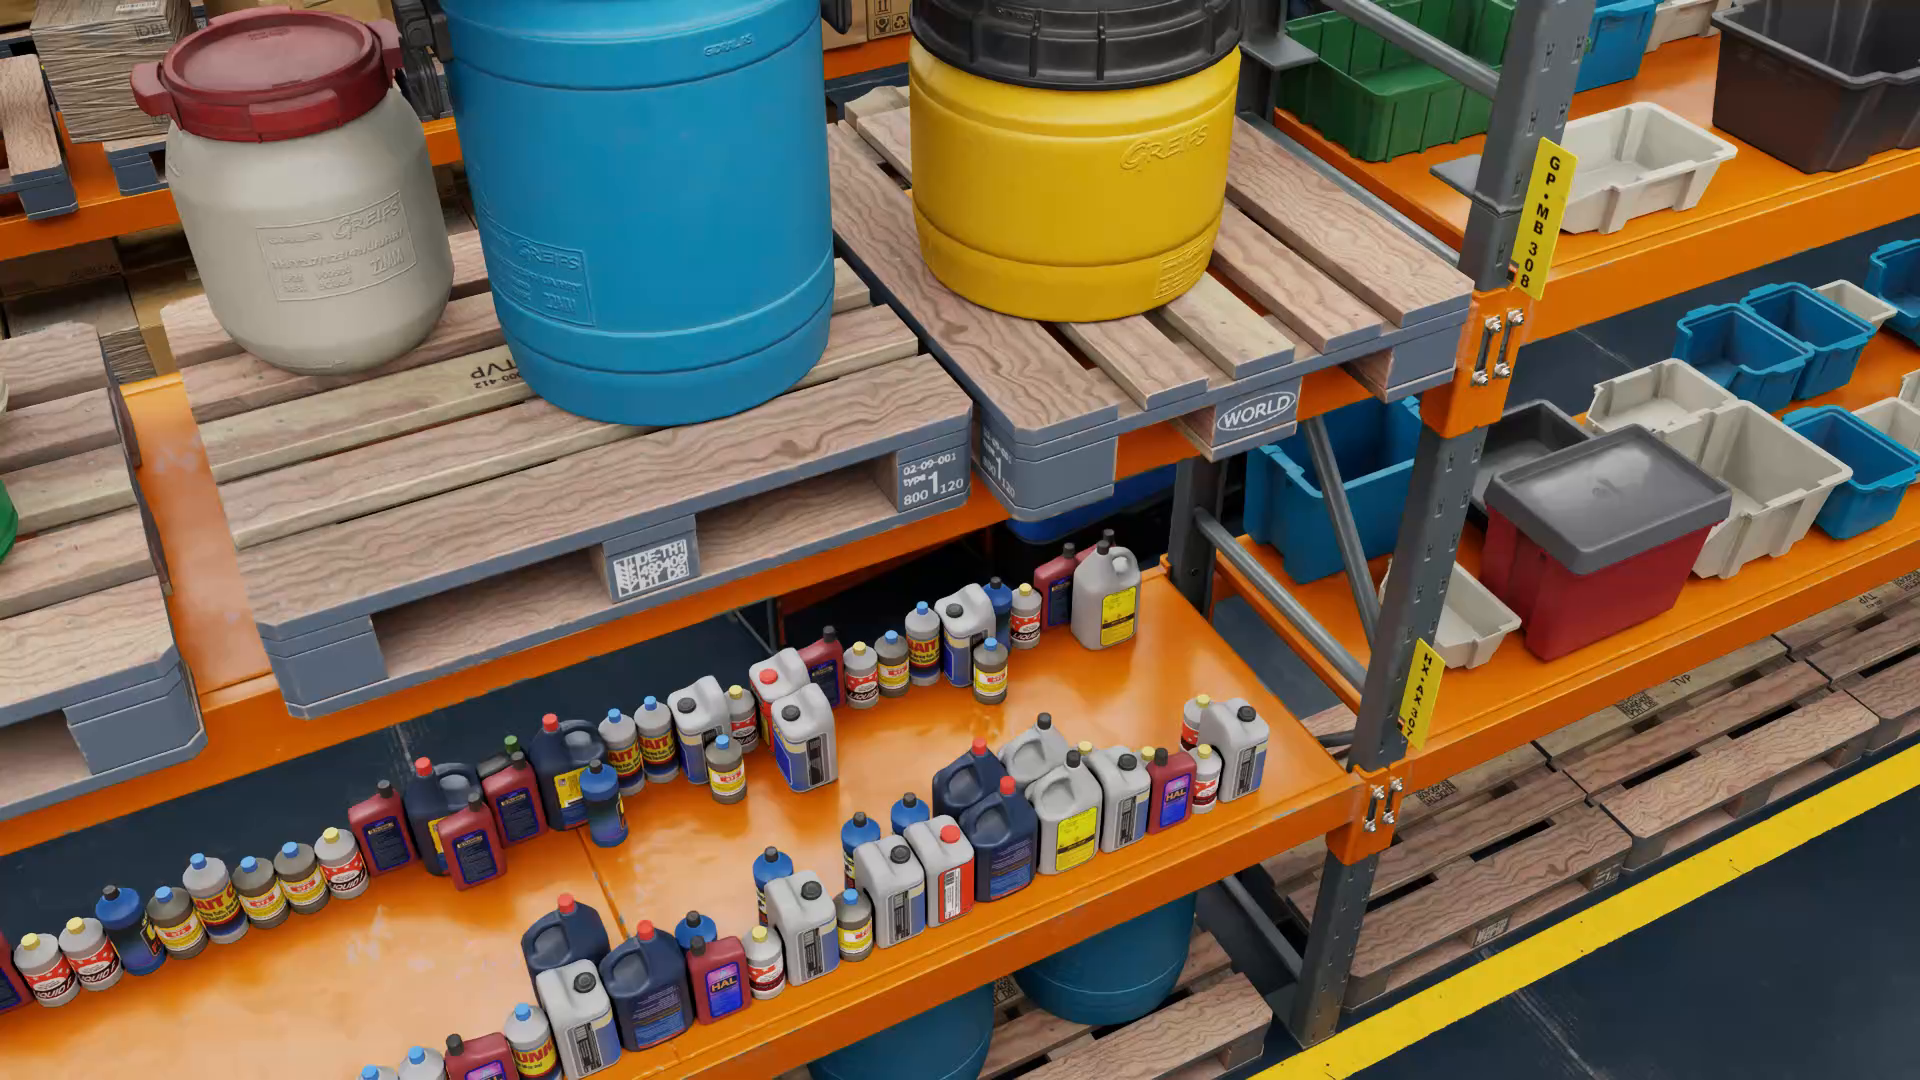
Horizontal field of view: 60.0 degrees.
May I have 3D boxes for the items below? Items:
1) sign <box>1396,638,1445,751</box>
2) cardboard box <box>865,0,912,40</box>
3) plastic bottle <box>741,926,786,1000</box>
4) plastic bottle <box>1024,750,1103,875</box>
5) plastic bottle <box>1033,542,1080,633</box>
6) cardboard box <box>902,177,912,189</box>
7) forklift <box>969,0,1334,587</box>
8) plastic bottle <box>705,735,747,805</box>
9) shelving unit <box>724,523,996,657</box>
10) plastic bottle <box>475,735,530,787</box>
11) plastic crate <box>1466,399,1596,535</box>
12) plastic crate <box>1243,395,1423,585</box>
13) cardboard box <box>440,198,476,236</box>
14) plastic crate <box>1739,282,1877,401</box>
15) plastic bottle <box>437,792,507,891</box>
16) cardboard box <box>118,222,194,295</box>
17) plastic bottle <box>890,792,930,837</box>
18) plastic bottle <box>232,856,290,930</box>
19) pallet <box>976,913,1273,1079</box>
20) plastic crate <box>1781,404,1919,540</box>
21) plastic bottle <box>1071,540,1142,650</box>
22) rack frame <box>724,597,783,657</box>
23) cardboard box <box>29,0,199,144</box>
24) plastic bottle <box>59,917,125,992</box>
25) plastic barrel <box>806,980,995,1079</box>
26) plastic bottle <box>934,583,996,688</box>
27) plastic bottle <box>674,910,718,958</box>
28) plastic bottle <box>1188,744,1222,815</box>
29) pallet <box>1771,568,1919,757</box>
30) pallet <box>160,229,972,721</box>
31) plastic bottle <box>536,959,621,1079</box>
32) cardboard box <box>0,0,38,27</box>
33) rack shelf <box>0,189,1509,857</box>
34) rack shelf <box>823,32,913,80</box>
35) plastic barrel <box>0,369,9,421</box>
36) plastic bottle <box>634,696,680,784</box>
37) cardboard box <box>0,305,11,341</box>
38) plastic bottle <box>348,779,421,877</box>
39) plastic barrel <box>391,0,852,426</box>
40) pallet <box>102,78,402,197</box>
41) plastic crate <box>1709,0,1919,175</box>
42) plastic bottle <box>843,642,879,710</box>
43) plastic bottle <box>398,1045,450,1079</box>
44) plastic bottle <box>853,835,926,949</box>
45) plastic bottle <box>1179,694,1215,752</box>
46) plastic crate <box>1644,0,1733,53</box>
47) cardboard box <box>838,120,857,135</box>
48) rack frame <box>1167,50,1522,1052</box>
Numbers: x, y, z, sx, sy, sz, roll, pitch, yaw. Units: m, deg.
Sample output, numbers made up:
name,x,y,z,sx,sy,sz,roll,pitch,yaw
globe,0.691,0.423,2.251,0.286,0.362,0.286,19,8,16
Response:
name,x,y,z,sx,sy,sz,roll,pitch,yaw
sign,1.175,0.397,4.245,0.005,0.325,0.100,-19,44,-21
cardboard box,-0.332,-2.841,8.208,0.500,0.500,0.500,-18,43,-20
plastic bottle,-0.465,0.985,3.919,0.097,0.201,0.097,0,40,0
plastic bottle,0.258,0.668,4.178,0.185,0.351,0.144,-19,44,-21
plastic bottle,0.281,0.136,4.858,0.133,0.283,0.061,-19,44,-21
cardboard box,-0.128,-2.004,9.149,0.250,0.166,0.380,-19,44,-21
forklift,1.252,-1.667,6.951,3.031,2.935,1.130,-24,46,-25
plastic bottle,-0.617,0.594,4.380,0.097,0.201,0.097,0,40,0
shelving unit,-0.425,-0.197,6.612,1.048,1.125,0.538,-24,46,-25
plastic bottle,-1.168,0.624,4.282,0.133,0.283,0.061,-19,44,-21
plastic crate,1.791,-0.219,5.354,0.590,0.125,0.437,-19,44,-21
plastic crate,1.179,-0.165,5.089,0.575,0.384,0.392,-19,44,-21
cardboard box,-2.555,-1.263,8.014,0.500,0.500,0.500,-18,43,-20
plastic crate,2.931,-0.688,5.824,0.300,0.233,0.416,-19,44,-21
plastic bottle,-1.220,0.746,4.137,0.133,0.283,0.061,-19,44,-21
cardboard box,-3.730,-1.241,7.988,0.500,0.500,0.500,-20,44,-22
plastic bottle,-0.124,0.732,4.163,0.097,0.271,0.097,0,40,0
plastic bottle,-1.717,0.853,4.074,0.097,0.201,0.097,0,40,0
pallet,0.219,1.458,5.365,1.213,0.211,1.003,-19,44,-21
plastic crate,2.767,-0.206,5.255,0.300,0.233,0.416,-19,44,-21
plastic bottle,0.424,0.137,4.805,0.185,0.351,0.144,-19,44,-21
rack frame,-0.846,-0.013,6.395,0.032,1.125,0.500,-24,46,-25
cardboard box,-3.505,-2.073,6.975,0.500,0.500,0.700,-11,41,-13
plastic bottle,-2.062,0.969,3.937,0.097,0.201,0.097,0,40,0
plastic barrel,-0.196,1.191,4.820,0.708,0.901,0.600,-19,44,-21
plastic bottle,0.011,0.263,4.713,0.135,0.276,0.152,-19,44,-21
plastic bottle,-0.611,0.963,3.890,0.097,0.271,0.097,0,40,0
plastic bottle,0.632,0.616,4.355,0.097,0.201,0.097,0,40,0
pallet,3.720,0.281,6.754,1.213,0.211,1.003,-19,44,-21
pallet,-0.733,-0.256,3.055,1.213,0.211,1.003,-19,44,-21
plastic bottle,-0.862,1.070,3.760,0.135,0.276,0.152,-19,44,-21
cardboard box,-6.489,-3.780,10.733,0.750,0.750,0.750,-19,44,-21
rack shelf,-0.852,-0.087,3.266,4.000,0.370,1.077,-19,44,-21
rack shelf,0.411,-2.975,9.000,4.000,0.370,1.077,-19,44,-21
plastic barrel,-1.742,-0.276,2.714,0.301,0.262,0.301,0,40,0
plastic bottle,-0.807,0.520,4.413,0.097,0.271,0.097,0,40,0
cardboard box,-4.375,-0.645,7.284,0.500,0.500,0.500,-17,43,-19
plastic bottle,-1.450,0.719,4.169,0.133,0.283,0.061,-19,44,-21
plastic barrel,-0.521,-0.713,2.735,0.708,0.901,0.600,-19,44,-21
pallet,-3.188,-1.969,7.403,1.213,0.211,1.003,-19,44,-21
plastic crate,2.150,-1.122,4.033,0.590,0.269,0.497,-19,44,-21
plastic bottle,-0.277,0.369,4.646,0.097,0.201,0.097,0,40,0
plastic bottle,-1.157,1.191,3.621,0.097,0.271,0.097,0,40,0
plastic bottle,-0.169,0.837,4.036,0.135,0.276,0.152,-19,44,-21
plastic bottle,0.648,0.500,4.492,0.097,0.201,0.097,0,40,0
plastic crate,1.874,-1.455,4.530,0.466,0.136,0.293,-19,44,-21
cardboard box,-0.684,-2.211,9.407,0.250,0.149,0.380,-19,44,-21
rack frame,0.922,0.187,4.708,0.127,3.000,1.000,-19,44,-21
